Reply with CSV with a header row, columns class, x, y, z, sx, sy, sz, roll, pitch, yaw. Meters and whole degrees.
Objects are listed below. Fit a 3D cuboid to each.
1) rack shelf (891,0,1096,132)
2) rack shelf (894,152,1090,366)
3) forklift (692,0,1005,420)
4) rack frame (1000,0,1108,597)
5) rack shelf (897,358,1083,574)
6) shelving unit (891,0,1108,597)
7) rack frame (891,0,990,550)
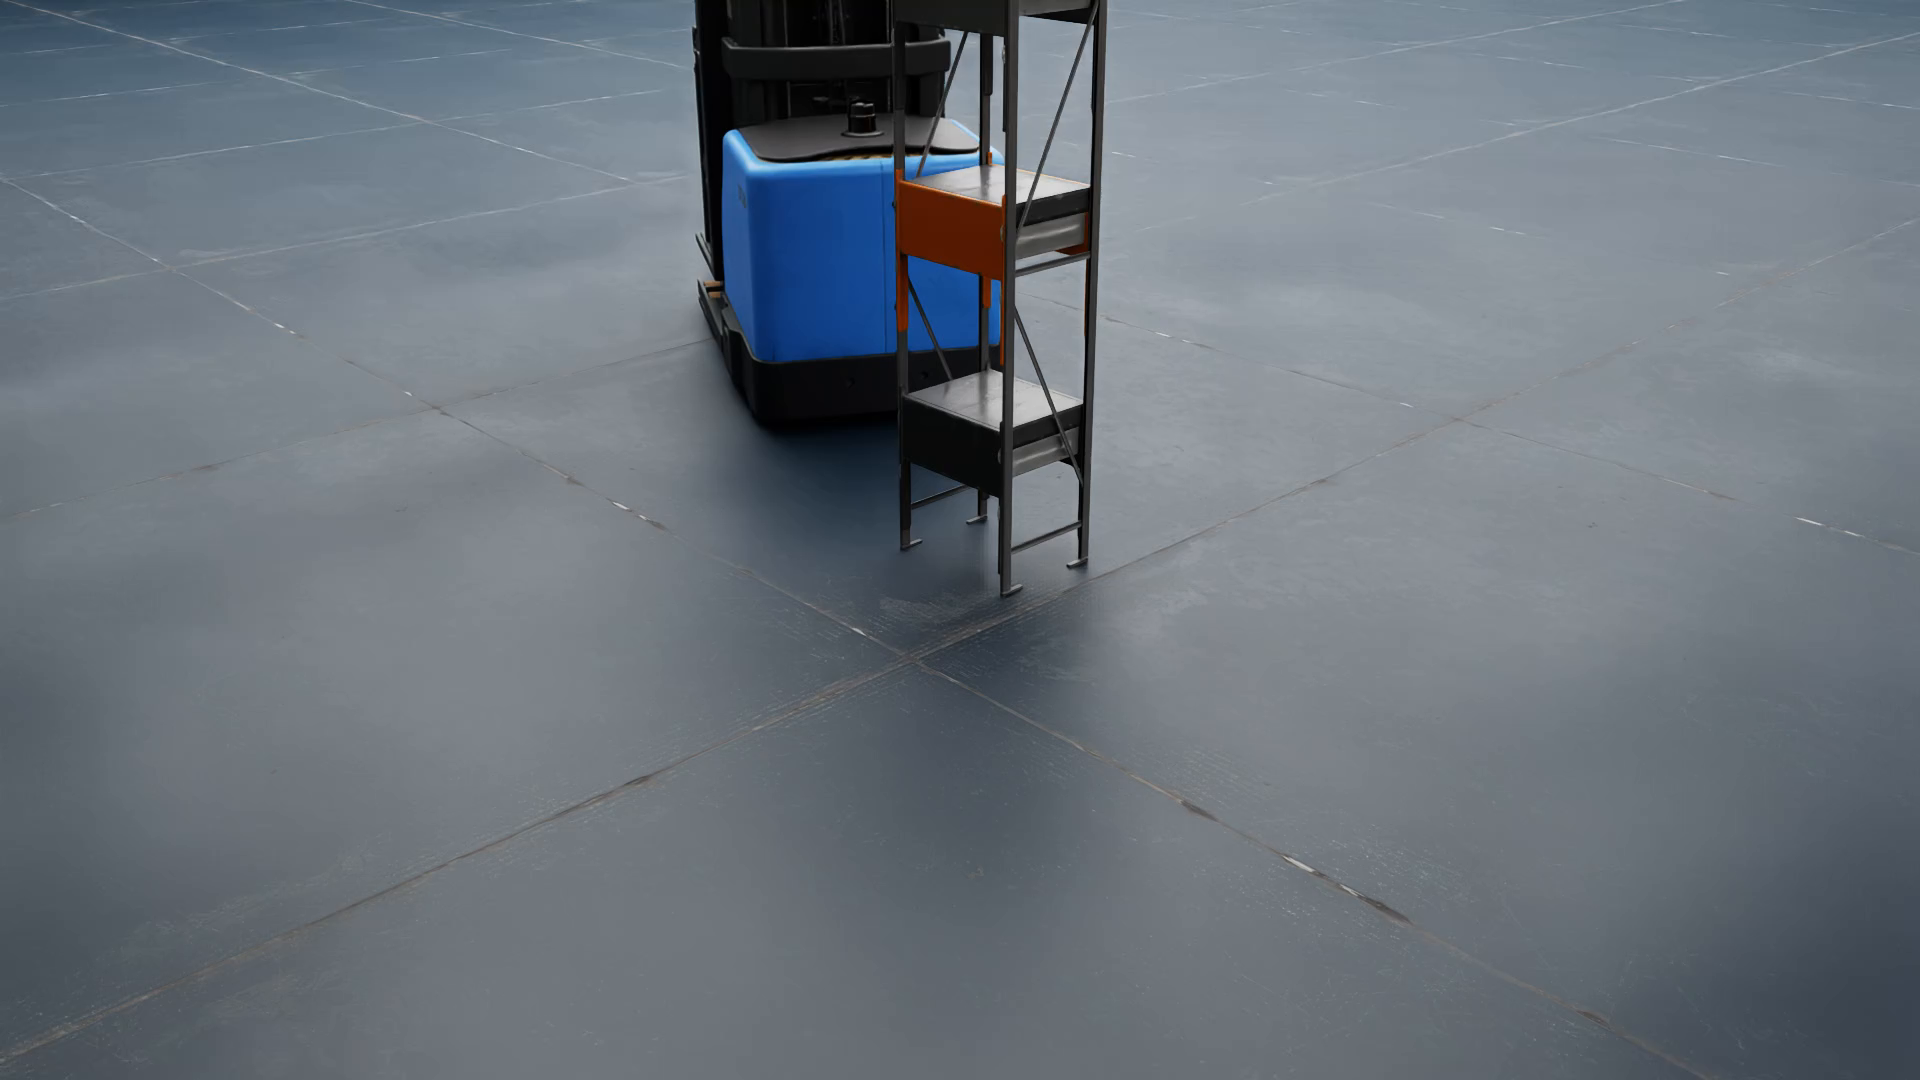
class,x,y,z,sx,sy,sz,roll,pitch,yaw
rack shelf,0.113,-1.530,4.919,0.431,0.518,0.480,-21,32,-38
rack shelf,0.113,-0.893,5.210,0.431,0.518,0.480,-21,32,-38
forklift,-0.666,-2.397,7.473,1.130,2.935,3.031,-6,25,-13
rack frame,0.280,-0.831,5.042,0.400,2.100,0.015,-21,32,-38
rack shelf,0.113,-0.256,5.500,0.431,0.518,0.480,-21,32,-38
shelving unit,0.113,-0.905,5.204,0.431,2.100,0.503,-21,32,-38
rack frame,-0.054,-0.979,5.366,0.400,2.100,0.015,-21,32,-38
